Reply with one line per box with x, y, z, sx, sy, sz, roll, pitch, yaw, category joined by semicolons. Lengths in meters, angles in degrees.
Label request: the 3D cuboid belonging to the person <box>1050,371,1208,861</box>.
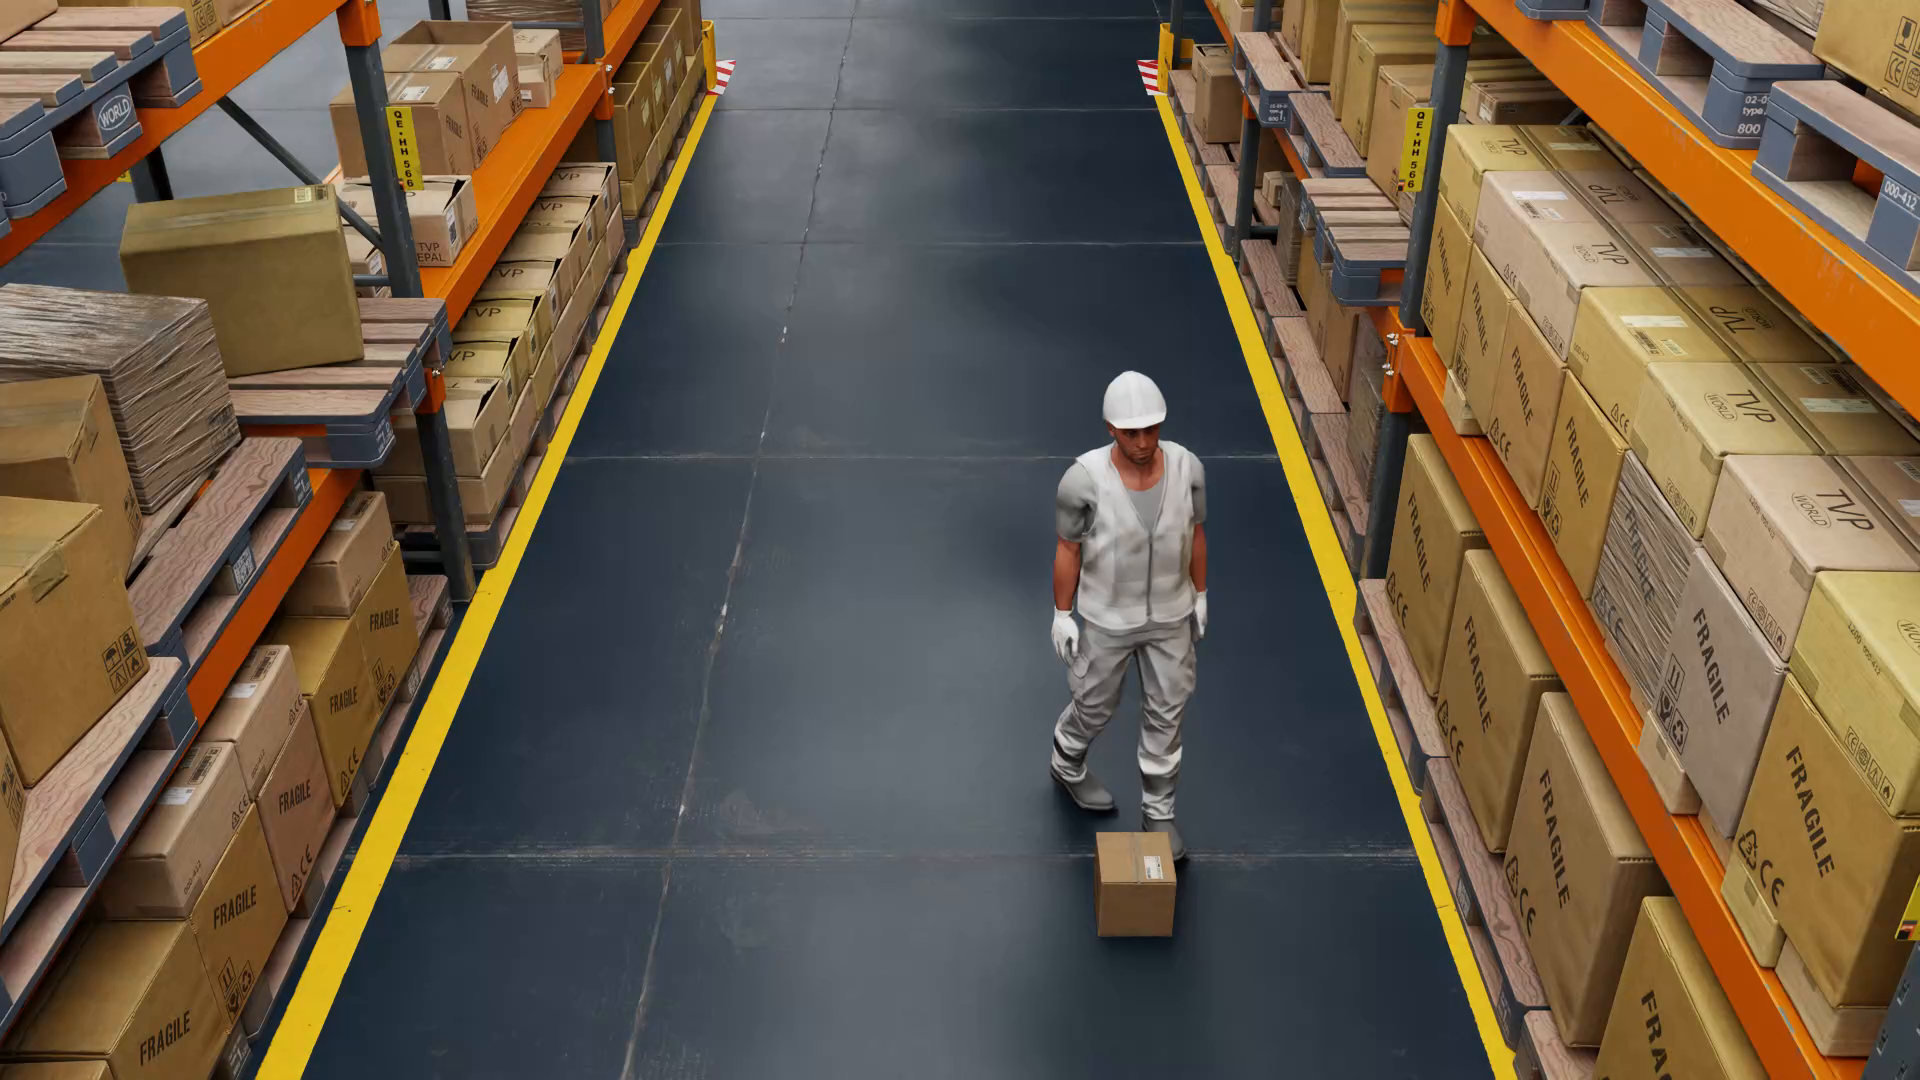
0.598;0.267;5.660;0.558;1.793;0.619;-7;32;-12;person
